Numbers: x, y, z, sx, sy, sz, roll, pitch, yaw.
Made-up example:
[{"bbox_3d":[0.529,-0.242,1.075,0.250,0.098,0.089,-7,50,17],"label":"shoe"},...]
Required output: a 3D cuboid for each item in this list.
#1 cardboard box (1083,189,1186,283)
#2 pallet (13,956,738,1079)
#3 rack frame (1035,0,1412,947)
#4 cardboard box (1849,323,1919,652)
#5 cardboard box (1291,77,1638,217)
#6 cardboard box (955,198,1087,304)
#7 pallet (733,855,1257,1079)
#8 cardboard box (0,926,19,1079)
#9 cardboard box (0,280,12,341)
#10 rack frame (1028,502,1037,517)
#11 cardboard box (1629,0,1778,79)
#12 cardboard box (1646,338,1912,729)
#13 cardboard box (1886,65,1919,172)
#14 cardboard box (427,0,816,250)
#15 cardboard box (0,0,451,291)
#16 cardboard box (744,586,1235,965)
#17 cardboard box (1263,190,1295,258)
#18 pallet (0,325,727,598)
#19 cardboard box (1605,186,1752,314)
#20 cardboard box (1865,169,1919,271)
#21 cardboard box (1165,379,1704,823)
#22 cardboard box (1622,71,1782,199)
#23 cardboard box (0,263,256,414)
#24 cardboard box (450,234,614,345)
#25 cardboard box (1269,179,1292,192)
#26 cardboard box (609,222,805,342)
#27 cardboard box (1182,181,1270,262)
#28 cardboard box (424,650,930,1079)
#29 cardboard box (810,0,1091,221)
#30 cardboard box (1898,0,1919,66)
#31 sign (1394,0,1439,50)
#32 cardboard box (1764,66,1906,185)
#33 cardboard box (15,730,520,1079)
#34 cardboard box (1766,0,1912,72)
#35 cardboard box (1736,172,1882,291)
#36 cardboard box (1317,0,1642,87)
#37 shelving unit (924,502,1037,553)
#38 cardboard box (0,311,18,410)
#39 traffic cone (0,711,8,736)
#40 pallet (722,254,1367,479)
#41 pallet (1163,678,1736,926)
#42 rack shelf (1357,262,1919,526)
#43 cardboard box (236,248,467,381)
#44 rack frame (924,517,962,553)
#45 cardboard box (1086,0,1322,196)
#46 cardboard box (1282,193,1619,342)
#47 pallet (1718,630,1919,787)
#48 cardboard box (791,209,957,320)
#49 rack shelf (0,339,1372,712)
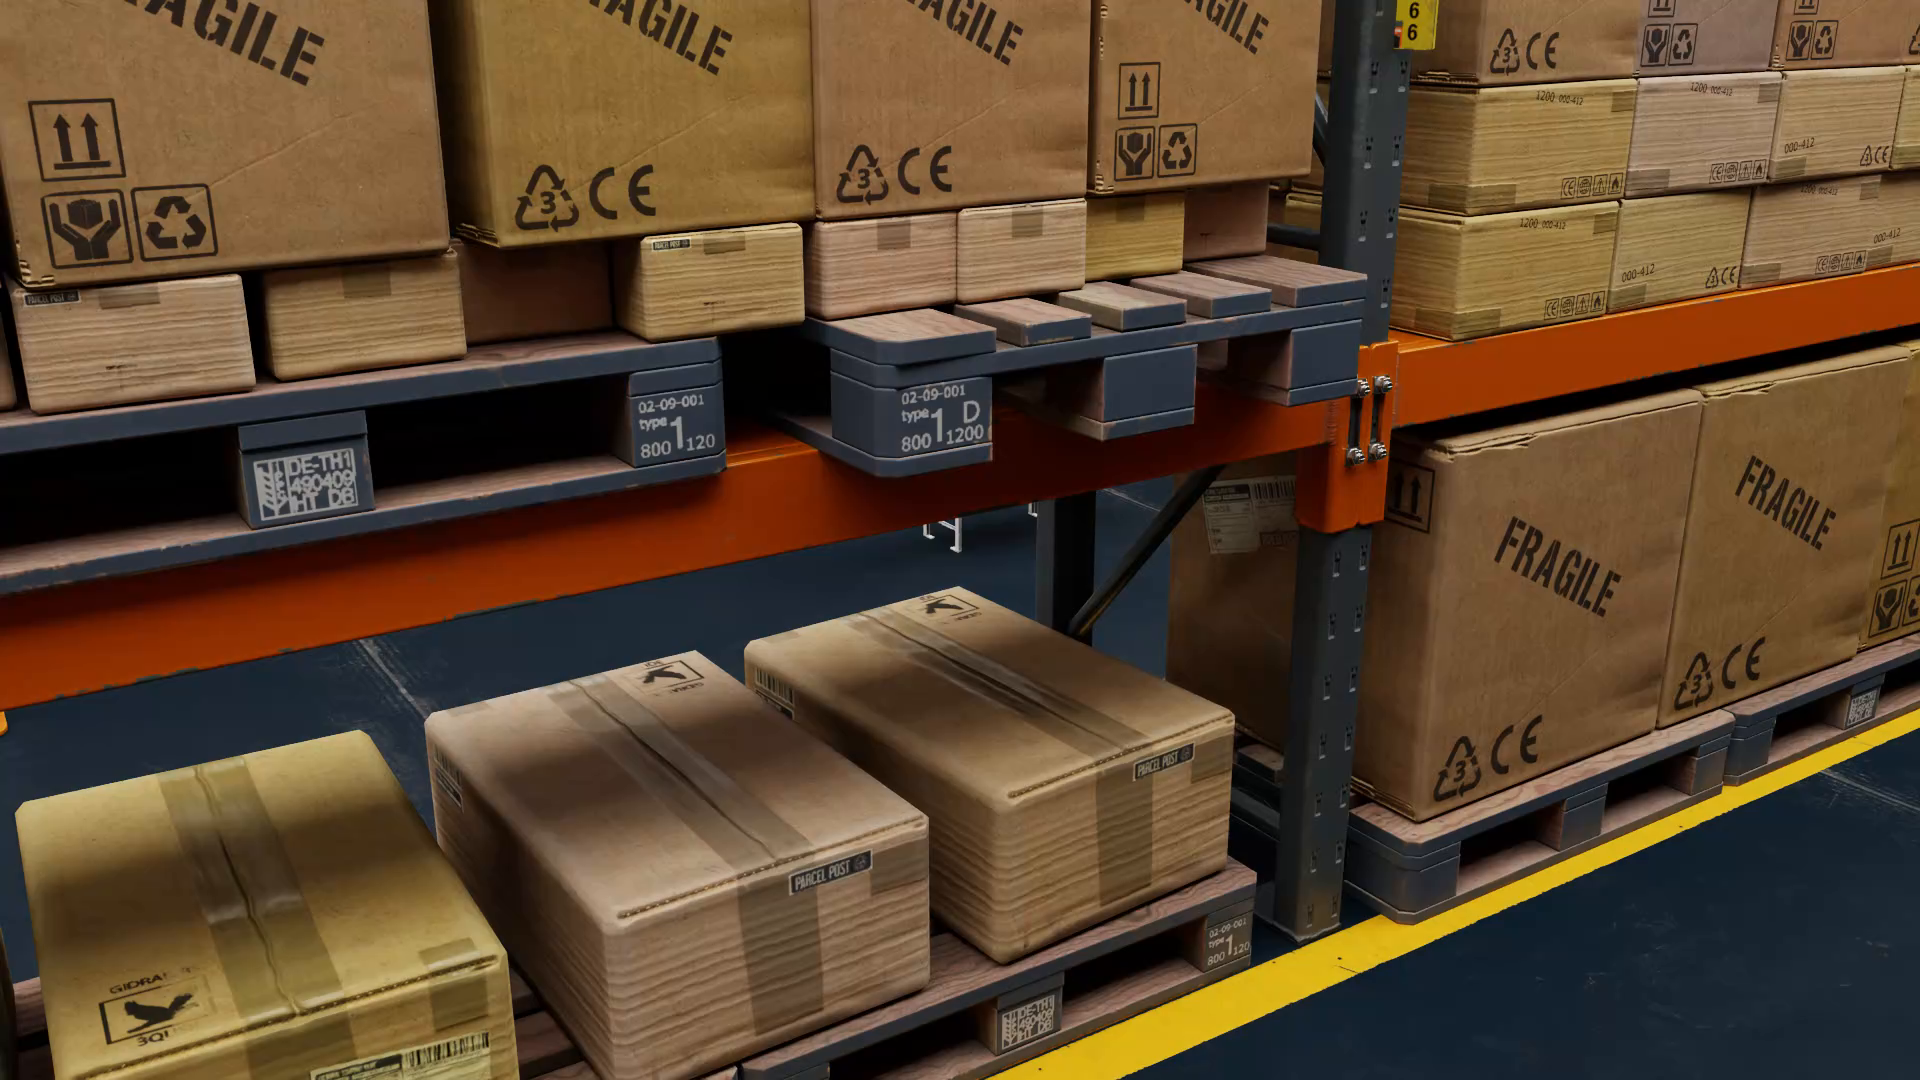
[{"bbox_3d":[0.188,-0.572,2.989,0.250,0.149,0.380,-12,22,-31],"label":"cardboard box"},{"bbox_3d":[-1.155,0.993,2.978,1.213,0.211,1.003,-12,22,-31],"label":"pallet"},{"bbox_3d":[0.516,-0.679,3.569,0.127,3.000,1.000,-12,22,-31],"label":"rack frame"},{"bbox_3d":[2.633,-0.284,5.063,0.875,0.875,0.875,-11,22,-30],"label":"cardboard box"},{"bbox_3d":[1.075,-0.868,3.582,0.500,0.250,0.500,-12,22,-32],"label":"cardboard box"},{"bbox_3d":[0.002,-0.515,2.822,0.250,0.149,0.380,-12,22,-32],"label":"cardboard box"},{"bbox_3d":[-0.137,0.779,3.610,1.213,0.211,1.003,-12,22,-31],"label":"pallet"},{"bbox_3d":[-1.789,0.851,2.492,0.625,0.372,0.950,-10,21,-28],"label":"cardboard box"},{"bbox_3d":[-1.410,-0.414,2.521,0.250,0.149,0.380,-13,23,-33],"label":"cardboard box"},{"bbox_3d":[0.342,-0.641,6.266,0.015,1.200,0.240,-12,22,-31],"label":"rack frame"},{"bbox_3d":[1.471,-1.311,3.723,0.500,0.500,0.500,-12,22,-31],"label":"cardboard box"},{"bbox_3d":[1.886,-0.127,4.598,0.875,0.875,0.875,-12,22,-31],"label":"cardboard box"},{"bbox_3d":[2.361,-1.129,4.354,0.500,0.250,0.500,-11,22,-30],"label":"cardboard box"},{"bbox_3d":[-0.557,-0.729,2.440,0.500,0.500,0.500,-14,23,-35],"label":"cardboard box"},{"bbox_3d":[-1.014,-0.633,2.156,0.500,0.500,0.500,-13,23,-34],"label":"cardboard box"},{"bbox_3d":[0.039,0.464,3.637,0.625,0.372,0.950,-14,23,-35],"label":"cardboard box"},{"bbox_3d":[0.796,-0.766,4.062,0.500,0.250,0.500,-13,23,-33],"label":"cardboard box"},{"bbox_3d":[-1.115,-0.228,2.536,1.213,0.211,1.003,-12,22,-31],"label":"pallet"},{"bbox_3d":[1.482,-0.722,3.931,0.500,0.250,0.500,-13,22,-33],"label":"cardboard box"},{"bbox_3d":[2.334,-0.901,4.460,0.500,0.250,0.500,-12,22,-31],"label":"cardboard box"},{"bbox_3d":[1.139,0.029,4.137,0.875,0.875,0.875,-12,22,-32],"label":"cardboard box"},{"bbox_3d":[1.507,-0.959,3.850,0.500,0.250,0.500,-11,22,-30],"label":"cardboard box"},{"bbox_3d":[-1.085,-0.289,2.153,0.250,0.149,0.380,-11,22,-29],"label":"cardboard box"},{"bbox_3d":[-0.714,-0.410,2.511,0.250,0.149,0.380,-12,22,-31],"label":"cardboard box"},{"bbox_3d":[0.781,-0.998,3.967,0.500,0.250,0.500,-12,22,-32],"label":"cardboard box"},{"bbox_3d":[-0.435,-0.421,2.543,0.250,0.149,0.380,-11,22,-30],"label":"cardboard box"},{"bbox_3d":[0.372,-0.638,3.185,0.250,0.149,0.380,-11,22,-29],"label":"cardboard box"},{"bbox_3d":[-0.573,0.596,3.246,0.625,0.372,0.950,-12,22,-32],"label":"cardboard box"},{"bbox_3d":[-0.136,-0.818,2.704,0.500,0.500,0.500,-12,22,-32],"label":"cardboard box"},{"bbox_3d":[2.335,-1.486,4.240,0.500,0.500,0.500,-12,22,-31],"label":"cardboard box"},{"bbox_3d":[0.822,-1.046,2.972,0.005,0.325,0.100,-12,22,-31],"label":"sign"},{"bbox_3d":[1.930,-1.043,4.100,0.500,0.250,0.500,-12,22,-32],"label":"cardboard box"},{"bbox_3d":[-1.210,0.728,2.855,0.625,0.372,0.950,-11,22,-30],"label":"cardboard box"},{"bbox_3d":[1.912,-1.398,3.980,0.500,0.500,0.500,-11,22,-30],"label":"cardboard box"},{"bbox_3d":[1.924,-0.813,4.200,0.500,0.250,0.500,-11,22,-30],"label":"cardboard box"},{"bbox_3d":[1.062,-1.221,3.457,0.500,0.500,0.500,-13,22,-33],"label":"cardboard box"},{"bbox_3d":[0.138,-0.598,6.139,0.503,1.200,0.258,-12,22,-31],"label":"shelving unit"},{"bbox_3d":[-1.336,-0.256,2.056,0.250,0.149,0.380,-12,22,-31],"label":"cardboard box"},{"bbox_3d":[-2.867,0.316,4.588,0.334,0.463,0.336,-12,22,-31],"label":"traffic cone"},{"bbox_3d":[-0.021,-0.434,3.145,1.003,0.211,1.213,-12,22,-31],"label":"pallet"},{"bbox_3d":[1.216,0.523,4.367,1.213,0.211,1.003,-12,22,-31],"label":"pallet"},{"bbox_3d":[2.186,-0.690,4.727,4.000,0.370,1.077,-12,22,-31],"label":"rack shelf"},{"bbox_3d":[-0.879,-0.344,2.316,0.250,0.149,0.380,-13,22,-33],"label":"cardboard box"},{"bbox_3d":[-0.066,-0.555,6.012,0.015,1.200,0.240,-12,22,-31],"label":"rack frame"},{"bbox_3d":[0.289,-0.912,2.982,0.500,0.500,0.500,-13,22,-33],"label":"cardboard box"},{"bbox_3d":[1.063,-0.627,3.649,0.500,0.250,0.500,-12,22,-32],"label":"cardboard box"},{"bbox_3d":[2.234,0.310,4.999,1.213,0.211,1.003,-12,22,-31],"label":"pallet"},{"bbox_3d":[-0.213,-0.473,2.697,0.250,0.149,0.380,-13,23,-34],"label":"cardboard box"},{"bbox_3d":[-1.154,0.014,2.643,4.000,0.370,1.077,-12,22,-31],"label":"rack shelf"}]
